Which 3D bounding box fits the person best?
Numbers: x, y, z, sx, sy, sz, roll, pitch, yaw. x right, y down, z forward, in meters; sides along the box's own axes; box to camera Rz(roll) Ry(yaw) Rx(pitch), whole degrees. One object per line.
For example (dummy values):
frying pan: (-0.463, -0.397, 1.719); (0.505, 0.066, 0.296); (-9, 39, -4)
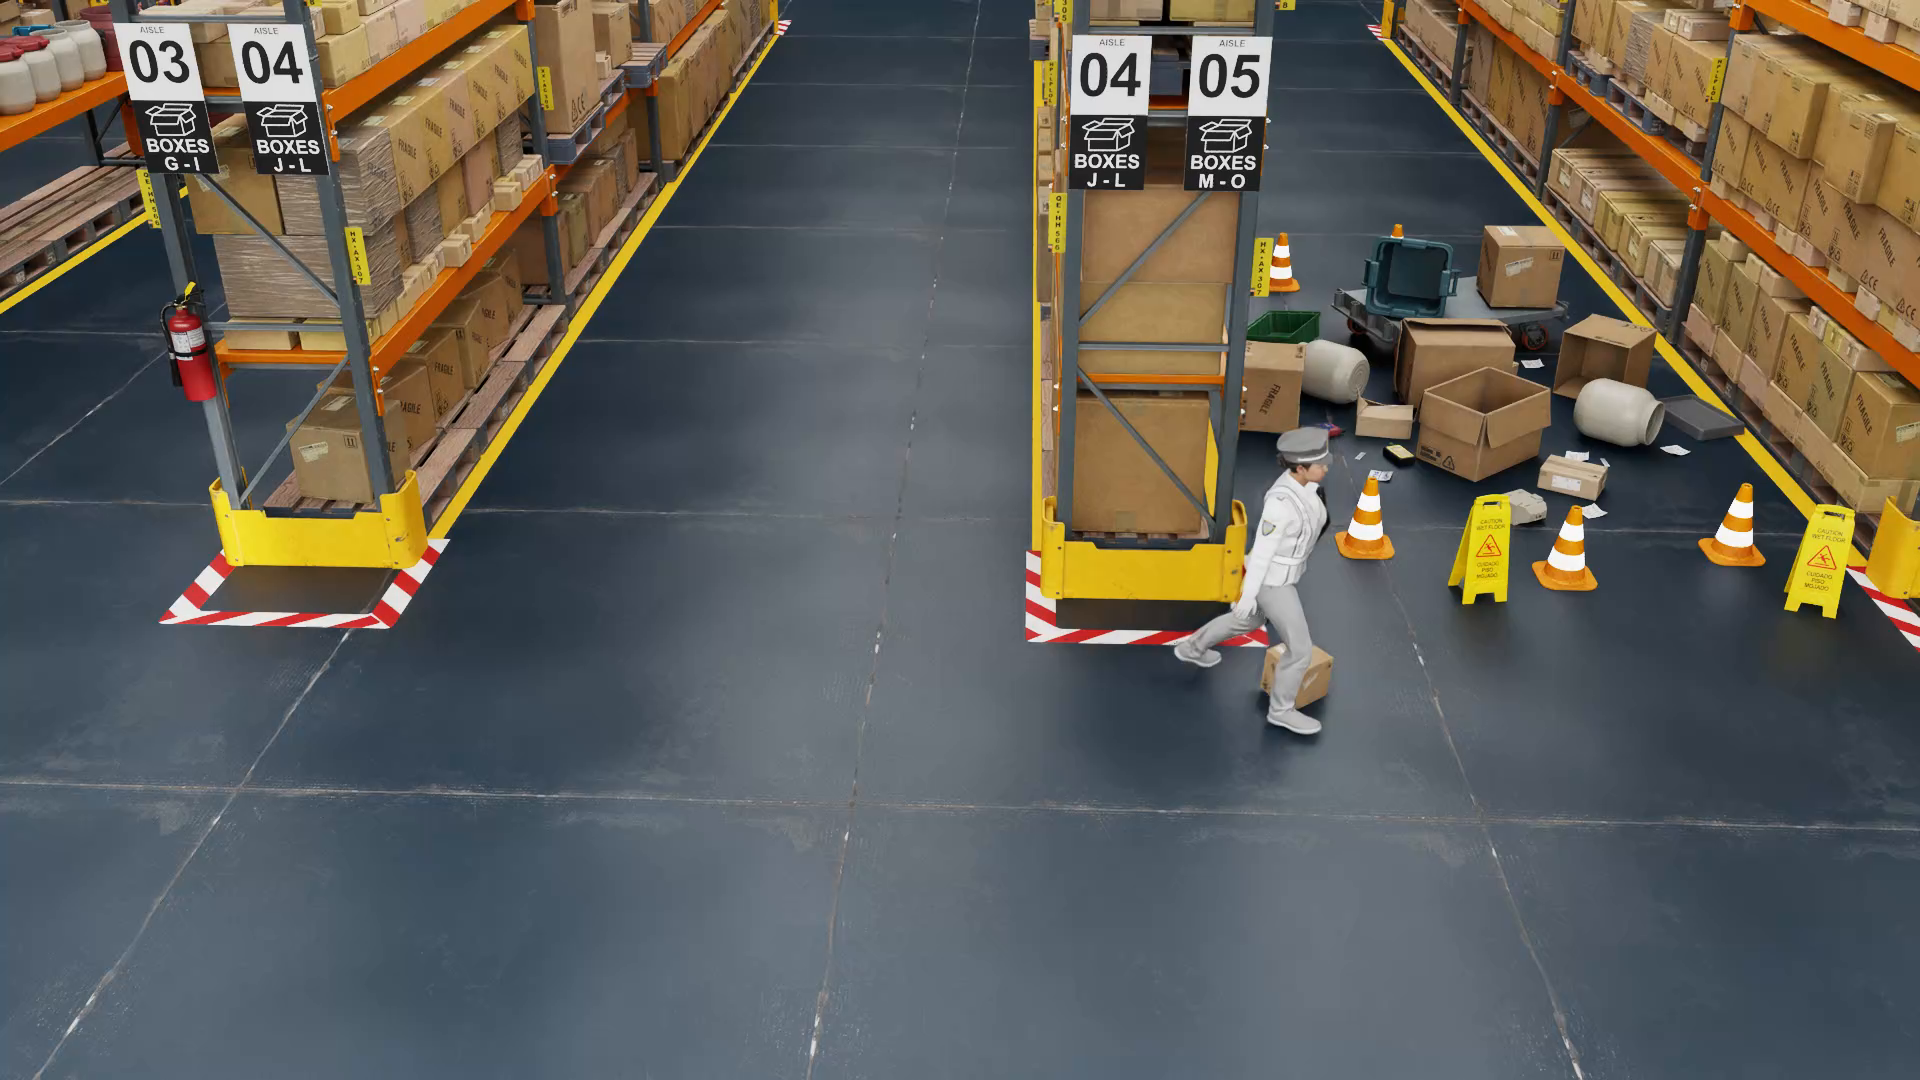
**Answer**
person: (1.497, 0.141, 8.358); (0.866, 1.613, 0.516); (13, 31, 22)
